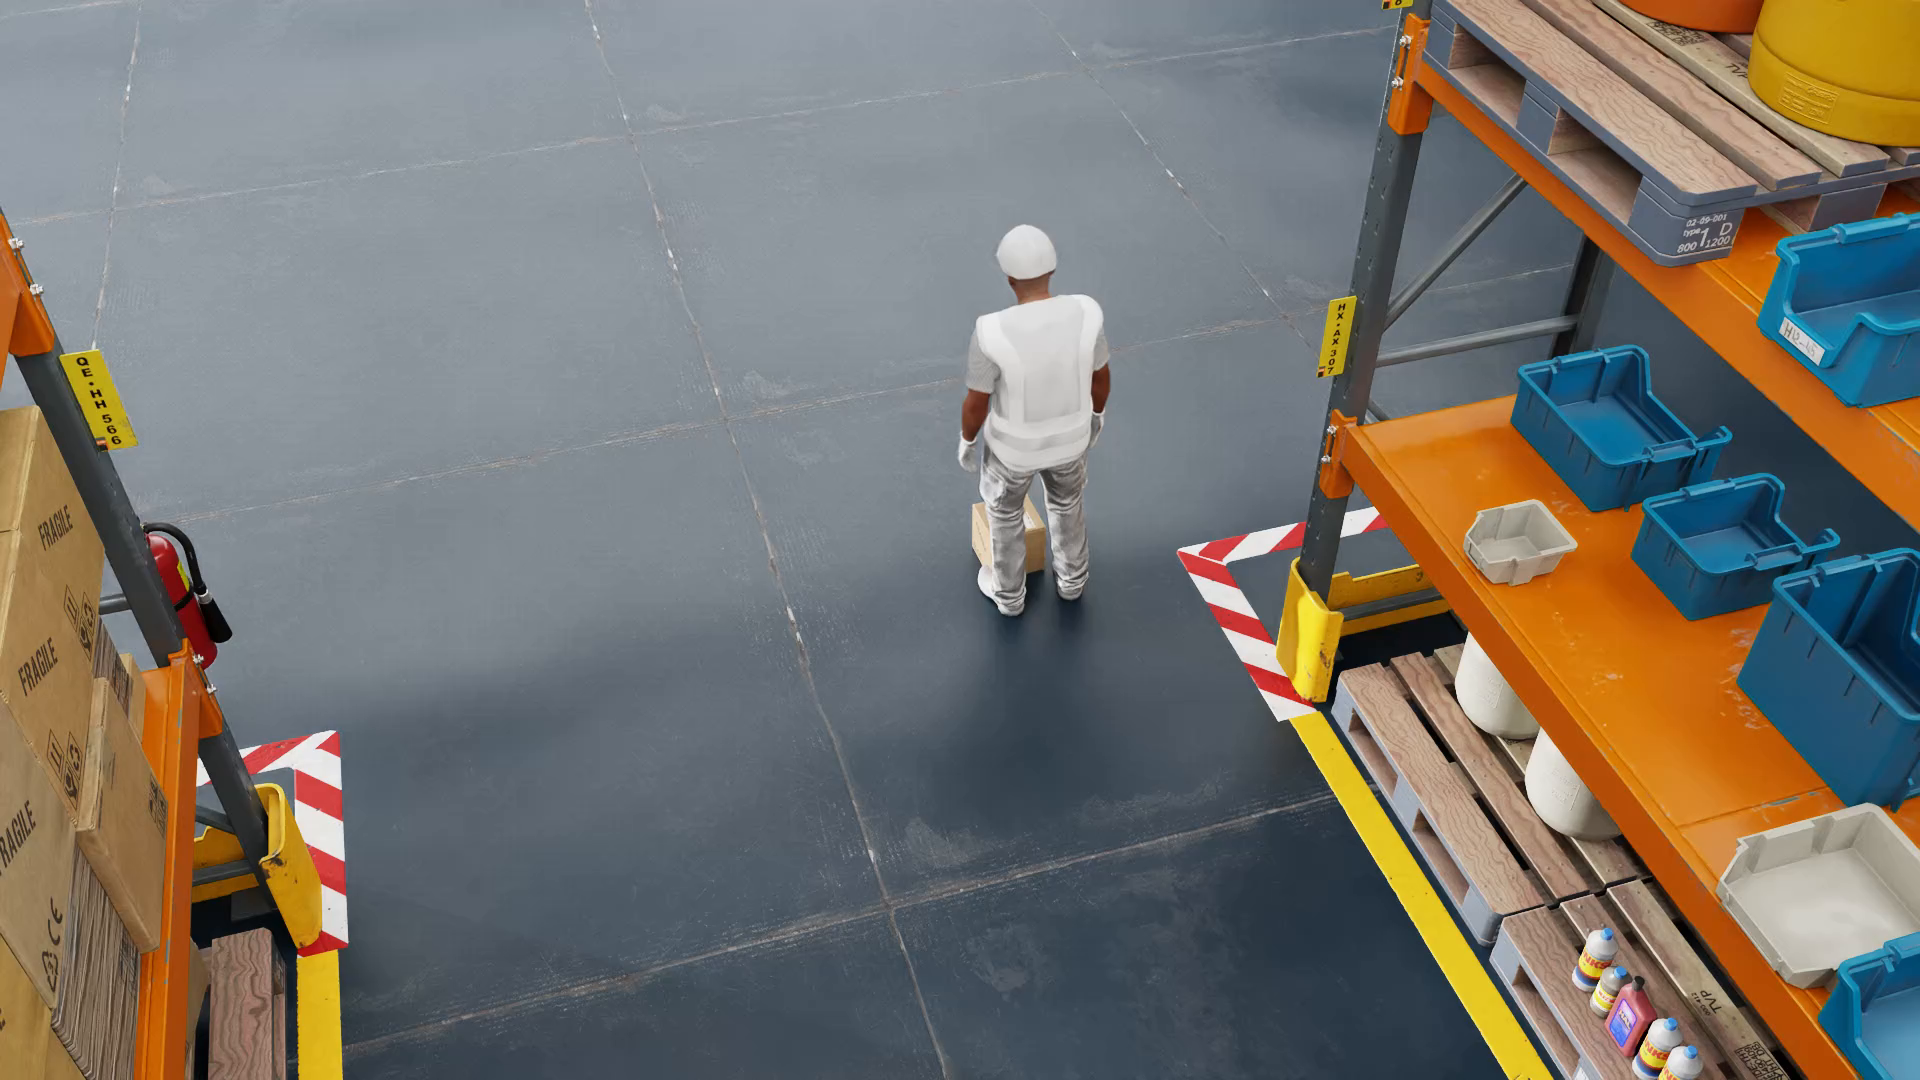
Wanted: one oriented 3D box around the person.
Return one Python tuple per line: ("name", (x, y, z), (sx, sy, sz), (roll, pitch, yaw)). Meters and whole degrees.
("person", (0.294, -0.438, 6.641), (0.621, 1.774, 0.453), (-12, 43, -13))
